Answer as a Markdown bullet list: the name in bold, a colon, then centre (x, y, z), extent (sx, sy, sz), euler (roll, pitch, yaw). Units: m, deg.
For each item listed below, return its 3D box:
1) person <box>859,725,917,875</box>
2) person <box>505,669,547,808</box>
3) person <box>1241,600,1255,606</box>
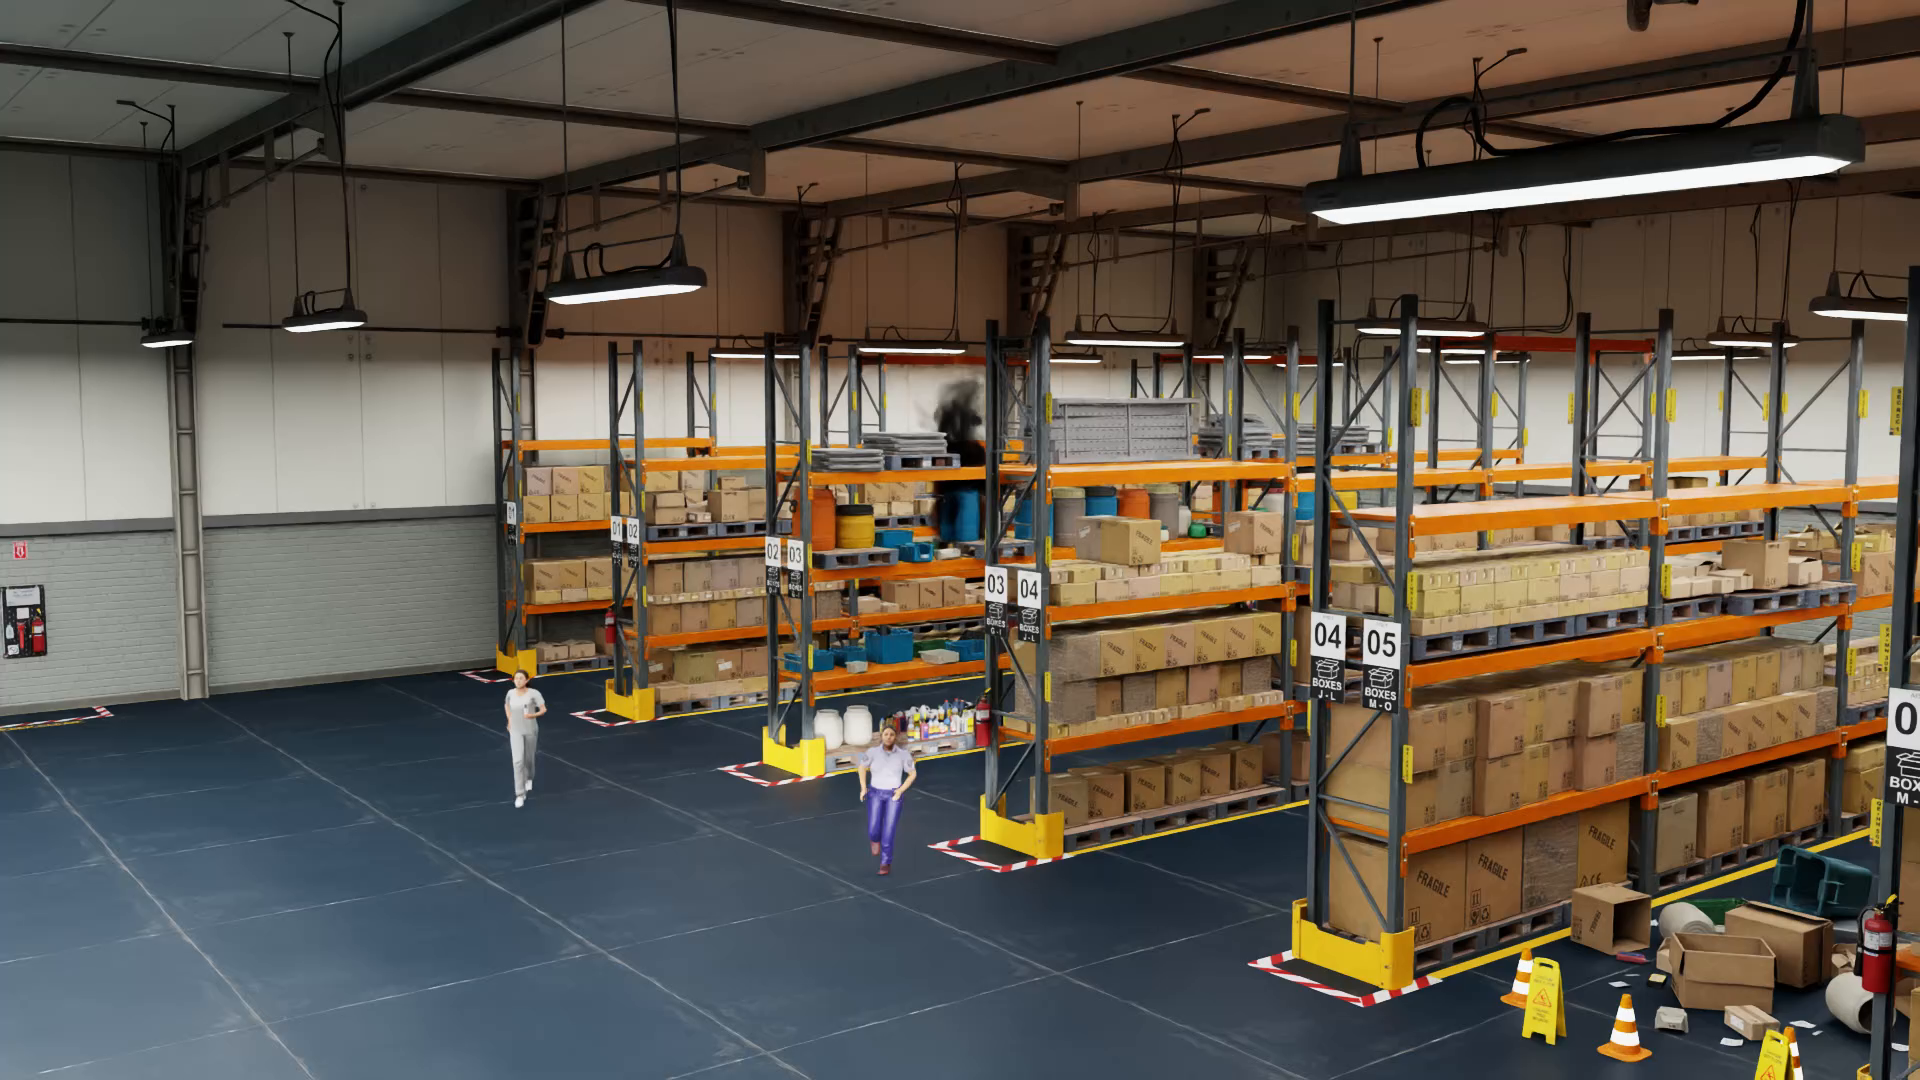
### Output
- **person**: centre (-0.787, 2.796, 18.073), extent (0.640, 1.583, 0.568), euler (0, 5, 1)
- **person**: centre (-5.527, 2.472, 21.165), extent (0.554, 1.688, 0.897), euler (-1, 5, -6)
- **person**: centre (5.697, 1.457, 32.326), extent (0.651, 1.739, 0.612), euler (5, 7, 44)
